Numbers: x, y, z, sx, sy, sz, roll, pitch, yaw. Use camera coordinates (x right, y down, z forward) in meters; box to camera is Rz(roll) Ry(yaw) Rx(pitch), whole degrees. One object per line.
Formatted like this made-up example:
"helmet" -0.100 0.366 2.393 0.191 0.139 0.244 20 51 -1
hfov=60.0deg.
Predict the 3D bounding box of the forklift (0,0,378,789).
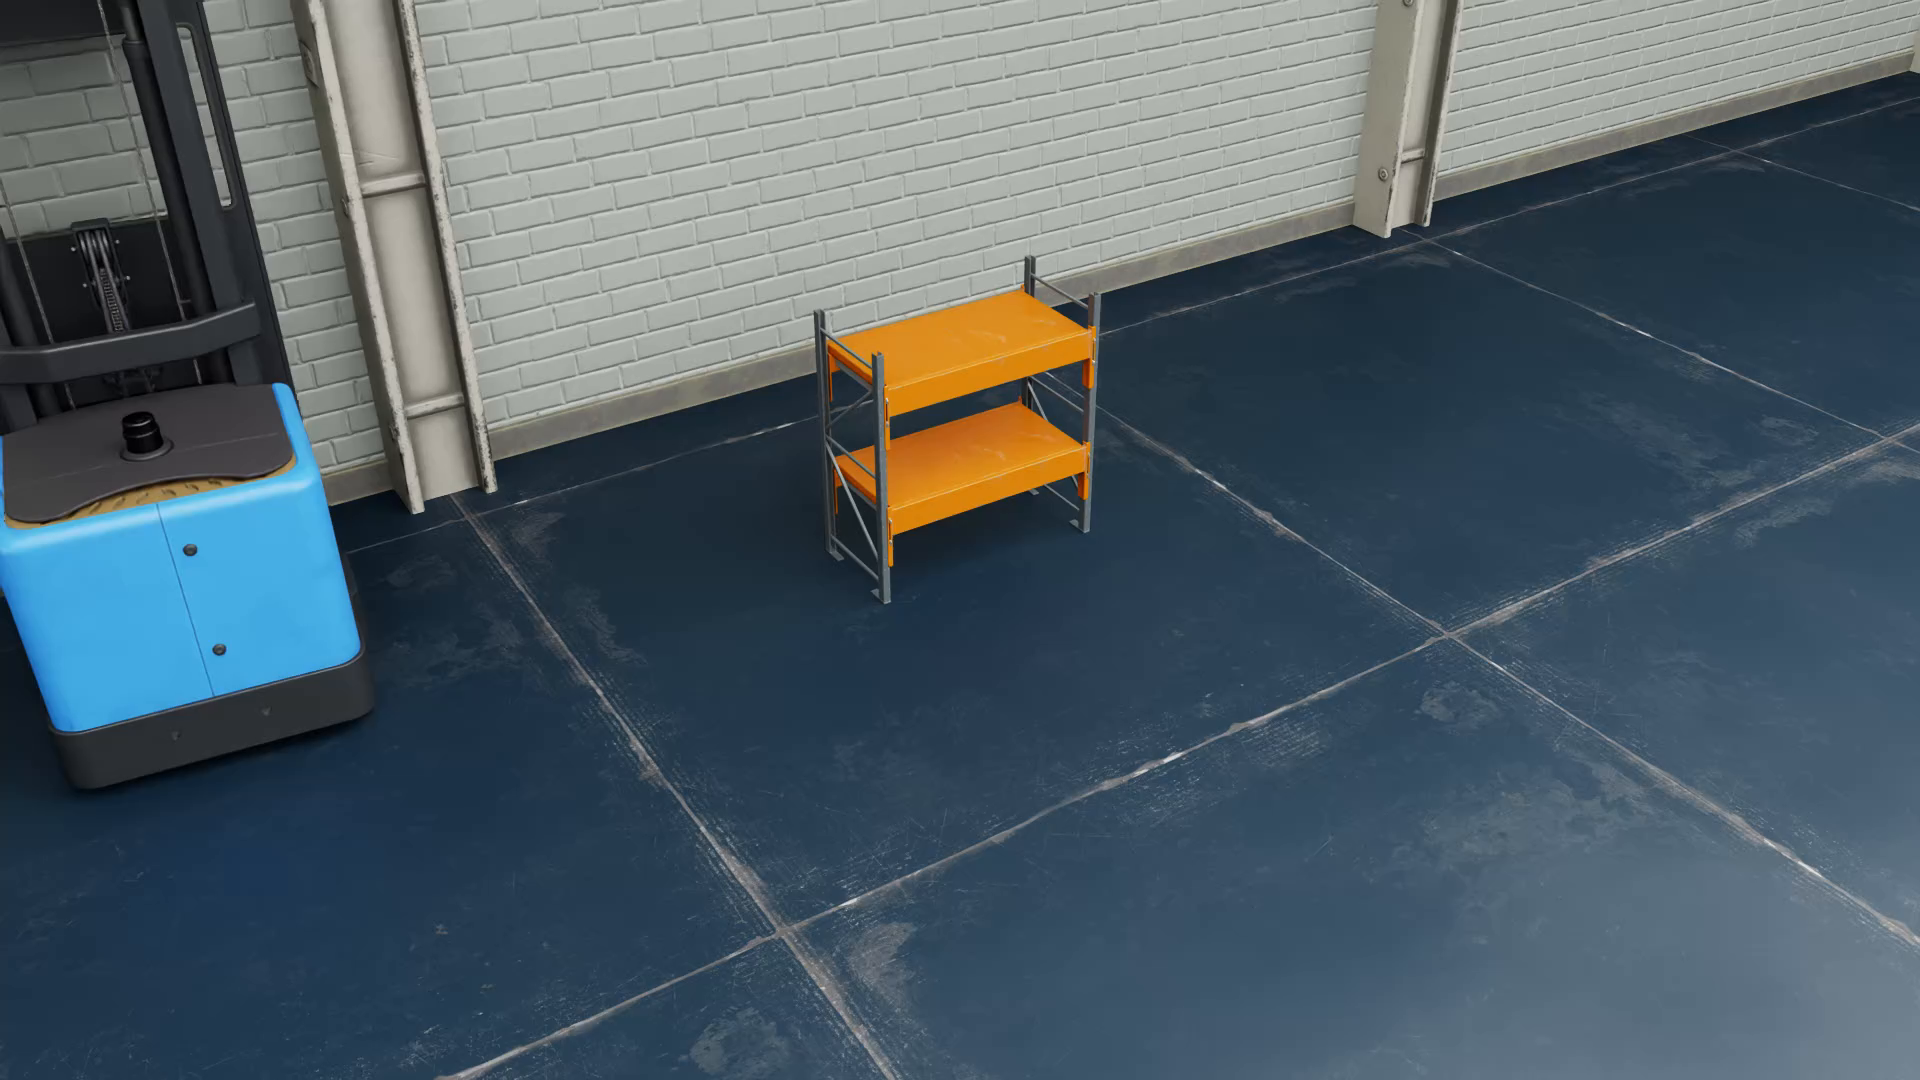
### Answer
"forklift" -3.270 -1.145 6.319 1.130 2.935 3.031 -15 35 -22

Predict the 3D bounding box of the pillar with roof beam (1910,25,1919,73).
"pillar with roof beam" 10.055 -5.584 7.668 0.400 9.000 9.100 -19 37 -27

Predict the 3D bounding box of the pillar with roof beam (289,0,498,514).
"pillar with roof beam" -0.031 -2.115 2.169 0.400 9.000 9.100 -19 37 -27

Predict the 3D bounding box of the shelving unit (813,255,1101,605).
"shelving unit" -0.006 -0.474 6.947 1.048 1.125 0.538 -19 37 -27

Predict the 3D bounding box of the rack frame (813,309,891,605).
"rack frame" -0.433 -0.327 6.714 0.032 1.125 0.500 -19 37 -27

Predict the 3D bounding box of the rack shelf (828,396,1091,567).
"rack shelf" -0.006 -0.267 7.077 1.000 0.278 0.538 -19 37 -27

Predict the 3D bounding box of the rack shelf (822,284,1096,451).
"rack shelf" -0.006 -0.721 6.791 1.000 0.278 0.538 -19 37 -27

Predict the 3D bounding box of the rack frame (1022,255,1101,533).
"rack frame" 0.422 -0.621 7.180 0.032 1.125 0.500 -19 37 -27

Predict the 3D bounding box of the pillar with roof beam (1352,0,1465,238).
"pillar with roof beam" 5.012 -3.850 4.918 0.400 9.000 9.100 -19 37 -27
